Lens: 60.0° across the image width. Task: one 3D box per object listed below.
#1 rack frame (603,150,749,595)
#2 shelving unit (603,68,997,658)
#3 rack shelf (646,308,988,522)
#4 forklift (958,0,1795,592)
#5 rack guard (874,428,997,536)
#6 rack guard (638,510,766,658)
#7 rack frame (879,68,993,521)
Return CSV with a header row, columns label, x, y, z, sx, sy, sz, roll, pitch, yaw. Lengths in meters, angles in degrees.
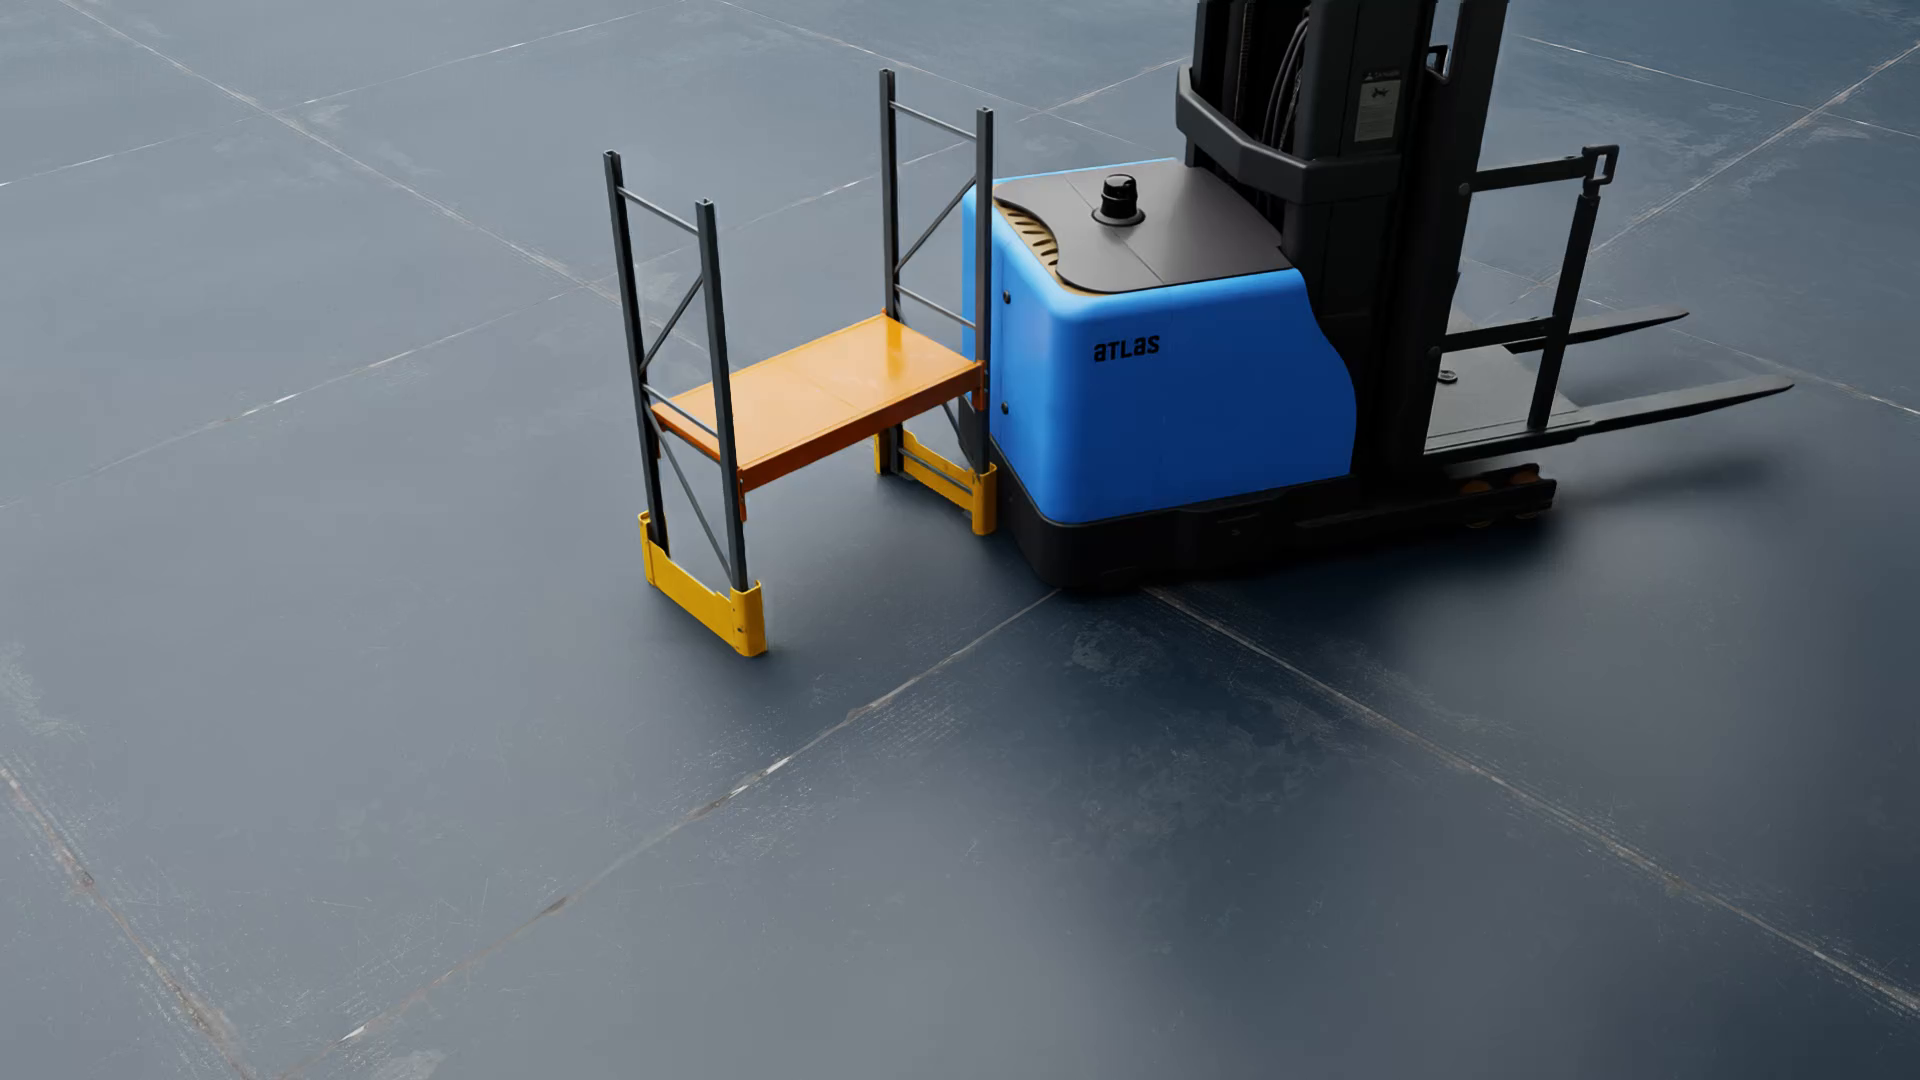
label,x,y,z,sx,sy,sz,roll,pitch,yaw
rack frame,-0.832,-0.380,4.984,0.032,1.500,0.500,-27,43,-33
shelving unit,-0.462,-0.572,5.259,1.083,1.500,0.587,-27,43,-33
rack shelf,-0.455,-0.428,5.367,1.000,0.185,0.538,-27,43,-33
forklift,1.569,-1.520,5.368,3.031,2.935,1.130,-10,36,-14
rack guard,-0.093,-0.251,5.891,0.087,0.250,0.587,-27,43,-33
rack guard,-0.831,0.132,5.342,0.087,0.250,0.587,-27,43,-33
rack frame,-0.079,-0.771,5.544,0.032,1.500,0.500,-27,43,-33
